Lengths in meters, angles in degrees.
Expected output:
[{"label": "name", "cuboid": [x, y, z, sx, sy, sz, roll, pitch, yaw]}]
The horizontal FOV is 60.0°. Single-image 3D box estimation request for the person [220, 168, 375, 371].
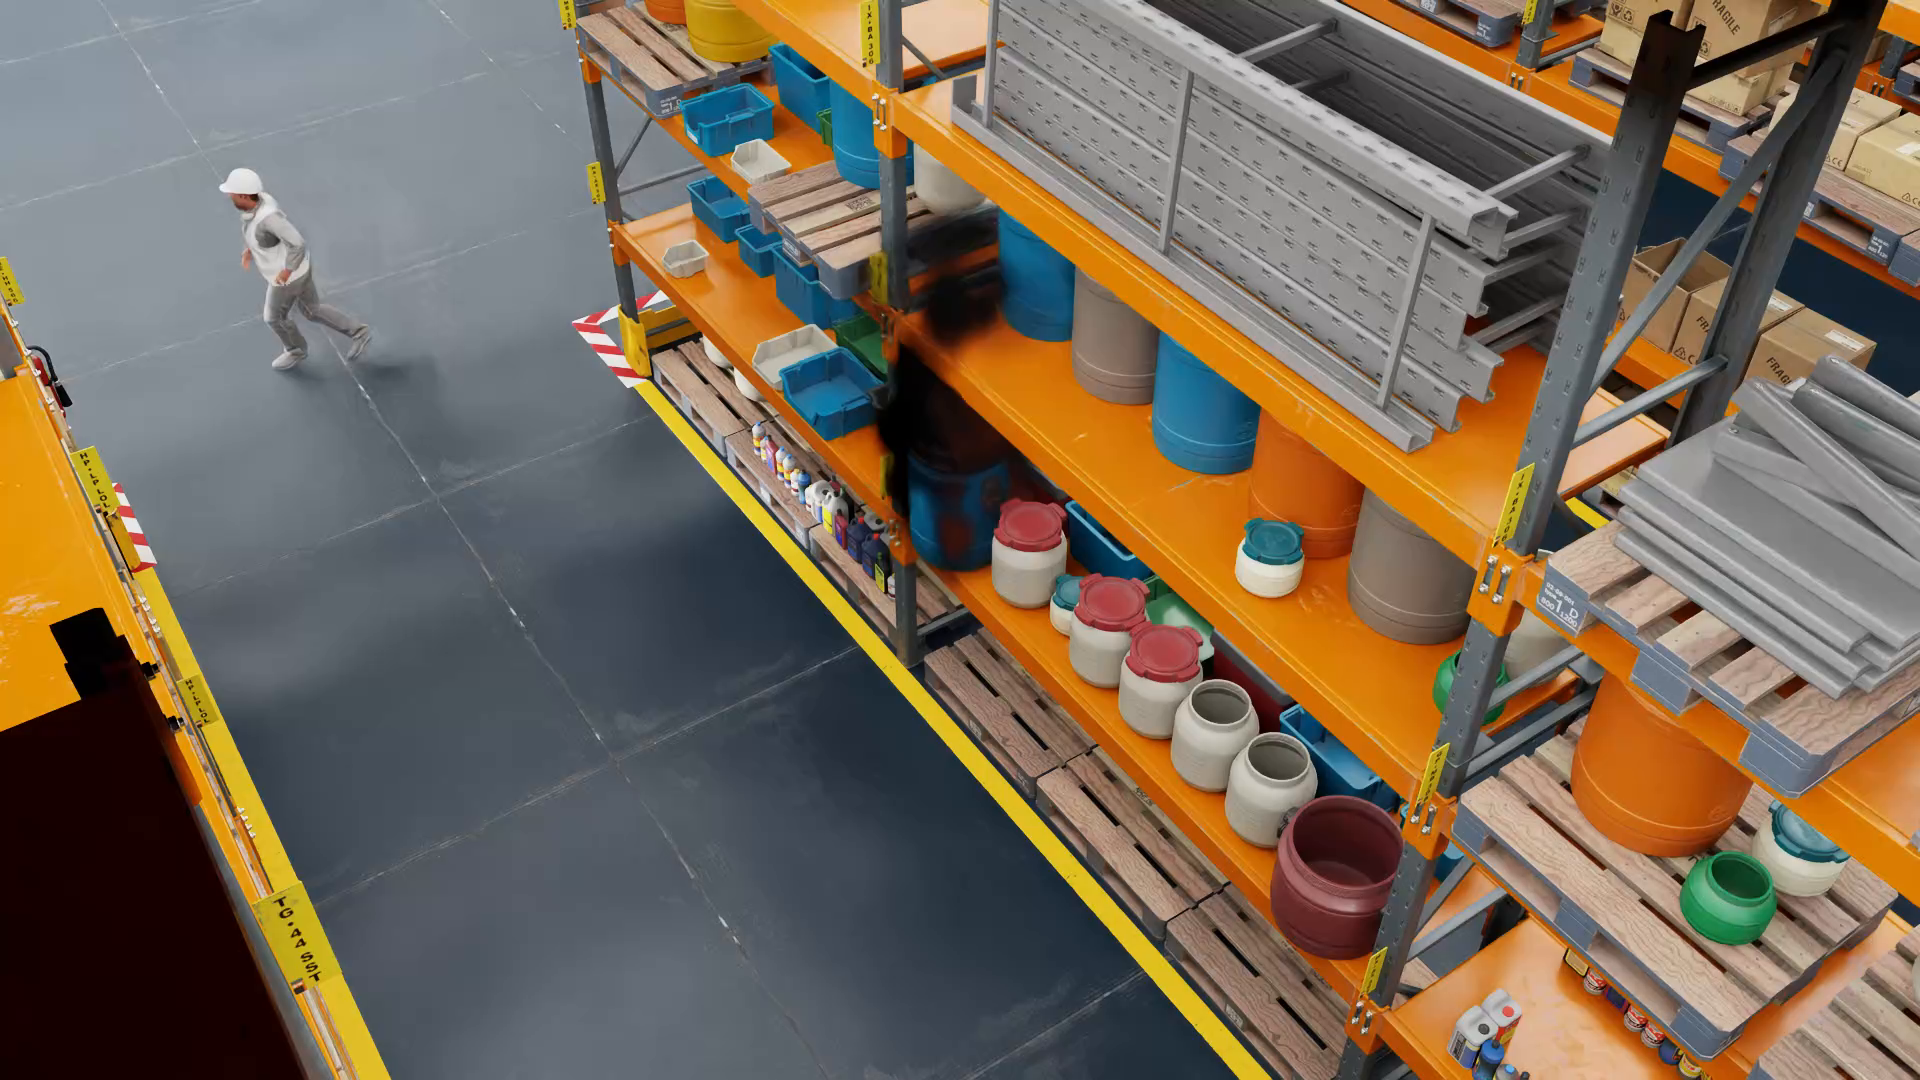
[{"label": "person", "cuboid": [-5.072, -2.098, 12.744, 0.830, 1.745, 0.616, -11, 44, -11]}]
